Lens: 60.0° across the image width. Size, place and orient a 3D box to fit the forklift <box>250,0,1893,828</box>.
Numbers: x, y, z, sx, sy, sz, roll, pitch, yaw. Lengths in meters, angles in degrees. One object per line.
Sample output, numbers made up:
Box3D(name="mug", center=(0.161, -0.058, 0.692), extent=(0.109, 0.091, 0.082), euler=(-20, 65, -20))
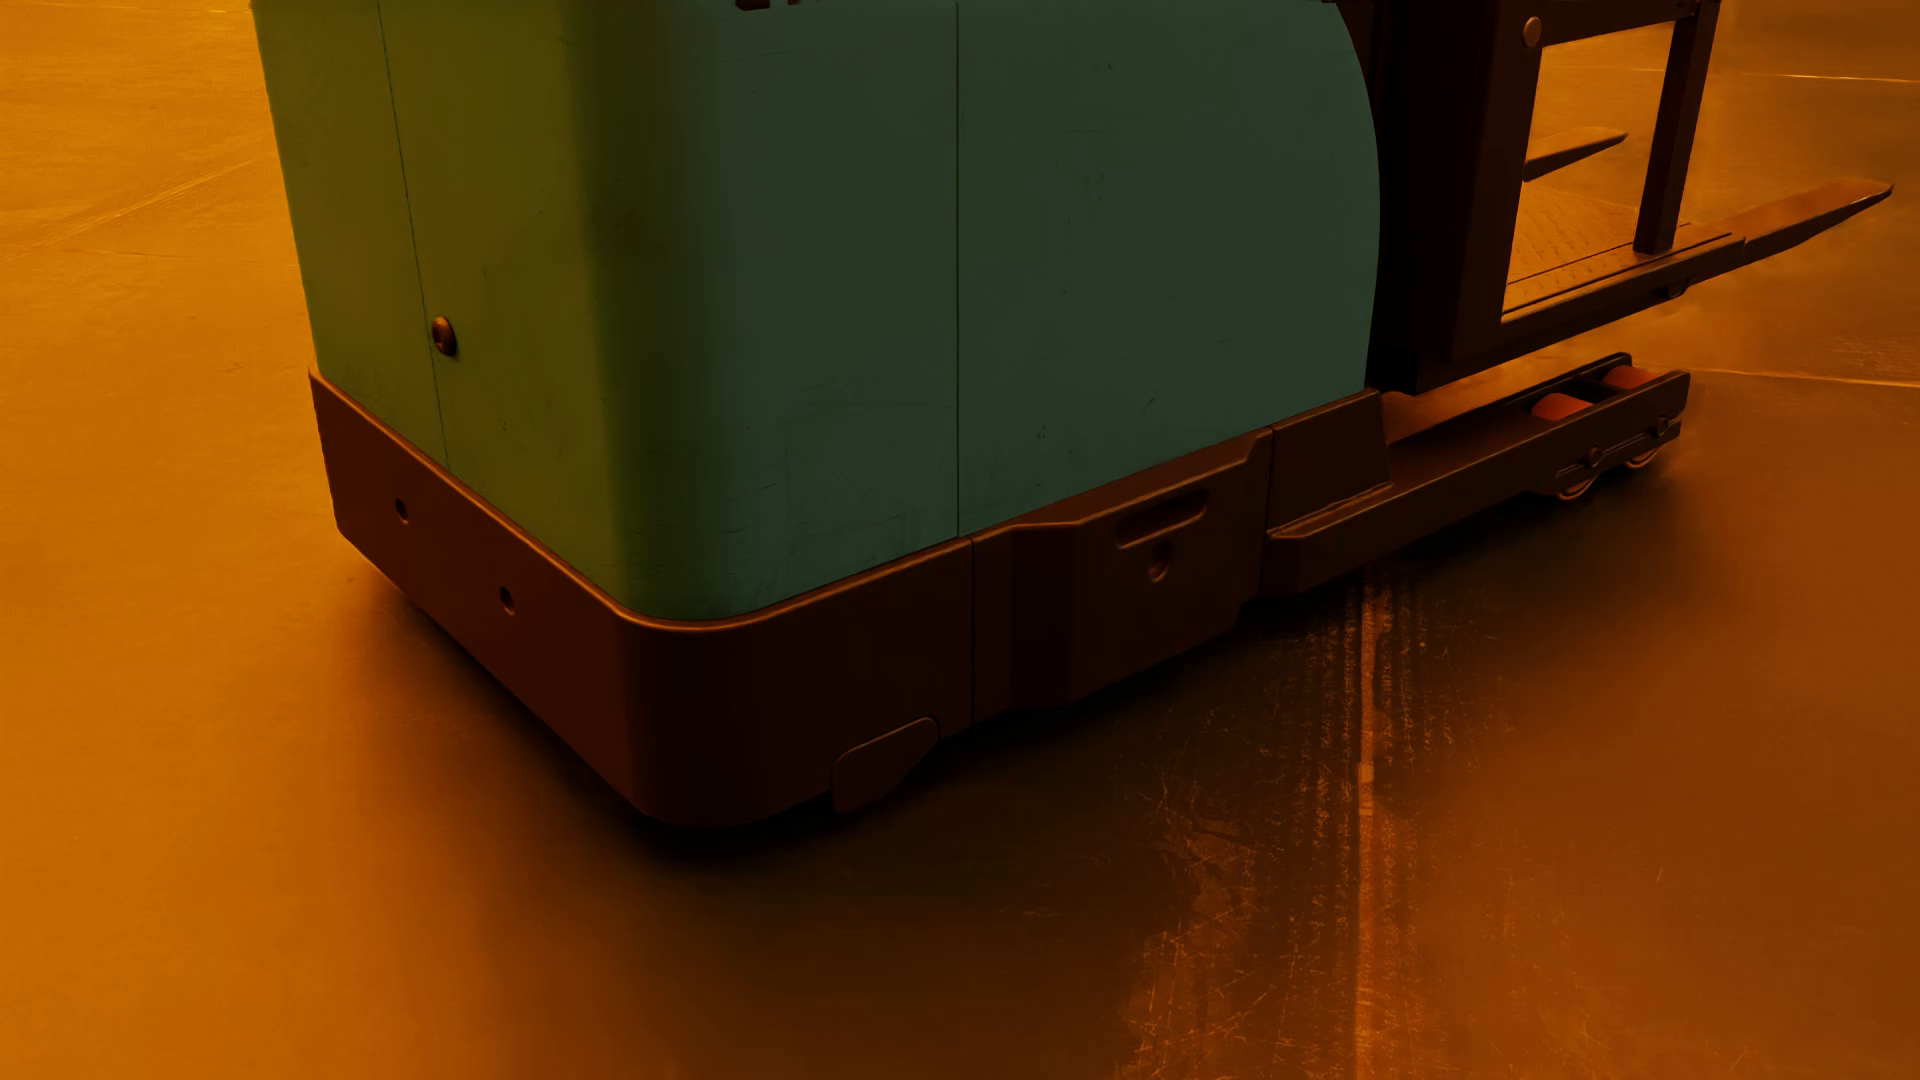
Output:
Box3D(name="forklift", center=(0.563, -1.536, 2.290), extent=(3.031, 2.935, 1.130), euler=(-20, 33, -34))
